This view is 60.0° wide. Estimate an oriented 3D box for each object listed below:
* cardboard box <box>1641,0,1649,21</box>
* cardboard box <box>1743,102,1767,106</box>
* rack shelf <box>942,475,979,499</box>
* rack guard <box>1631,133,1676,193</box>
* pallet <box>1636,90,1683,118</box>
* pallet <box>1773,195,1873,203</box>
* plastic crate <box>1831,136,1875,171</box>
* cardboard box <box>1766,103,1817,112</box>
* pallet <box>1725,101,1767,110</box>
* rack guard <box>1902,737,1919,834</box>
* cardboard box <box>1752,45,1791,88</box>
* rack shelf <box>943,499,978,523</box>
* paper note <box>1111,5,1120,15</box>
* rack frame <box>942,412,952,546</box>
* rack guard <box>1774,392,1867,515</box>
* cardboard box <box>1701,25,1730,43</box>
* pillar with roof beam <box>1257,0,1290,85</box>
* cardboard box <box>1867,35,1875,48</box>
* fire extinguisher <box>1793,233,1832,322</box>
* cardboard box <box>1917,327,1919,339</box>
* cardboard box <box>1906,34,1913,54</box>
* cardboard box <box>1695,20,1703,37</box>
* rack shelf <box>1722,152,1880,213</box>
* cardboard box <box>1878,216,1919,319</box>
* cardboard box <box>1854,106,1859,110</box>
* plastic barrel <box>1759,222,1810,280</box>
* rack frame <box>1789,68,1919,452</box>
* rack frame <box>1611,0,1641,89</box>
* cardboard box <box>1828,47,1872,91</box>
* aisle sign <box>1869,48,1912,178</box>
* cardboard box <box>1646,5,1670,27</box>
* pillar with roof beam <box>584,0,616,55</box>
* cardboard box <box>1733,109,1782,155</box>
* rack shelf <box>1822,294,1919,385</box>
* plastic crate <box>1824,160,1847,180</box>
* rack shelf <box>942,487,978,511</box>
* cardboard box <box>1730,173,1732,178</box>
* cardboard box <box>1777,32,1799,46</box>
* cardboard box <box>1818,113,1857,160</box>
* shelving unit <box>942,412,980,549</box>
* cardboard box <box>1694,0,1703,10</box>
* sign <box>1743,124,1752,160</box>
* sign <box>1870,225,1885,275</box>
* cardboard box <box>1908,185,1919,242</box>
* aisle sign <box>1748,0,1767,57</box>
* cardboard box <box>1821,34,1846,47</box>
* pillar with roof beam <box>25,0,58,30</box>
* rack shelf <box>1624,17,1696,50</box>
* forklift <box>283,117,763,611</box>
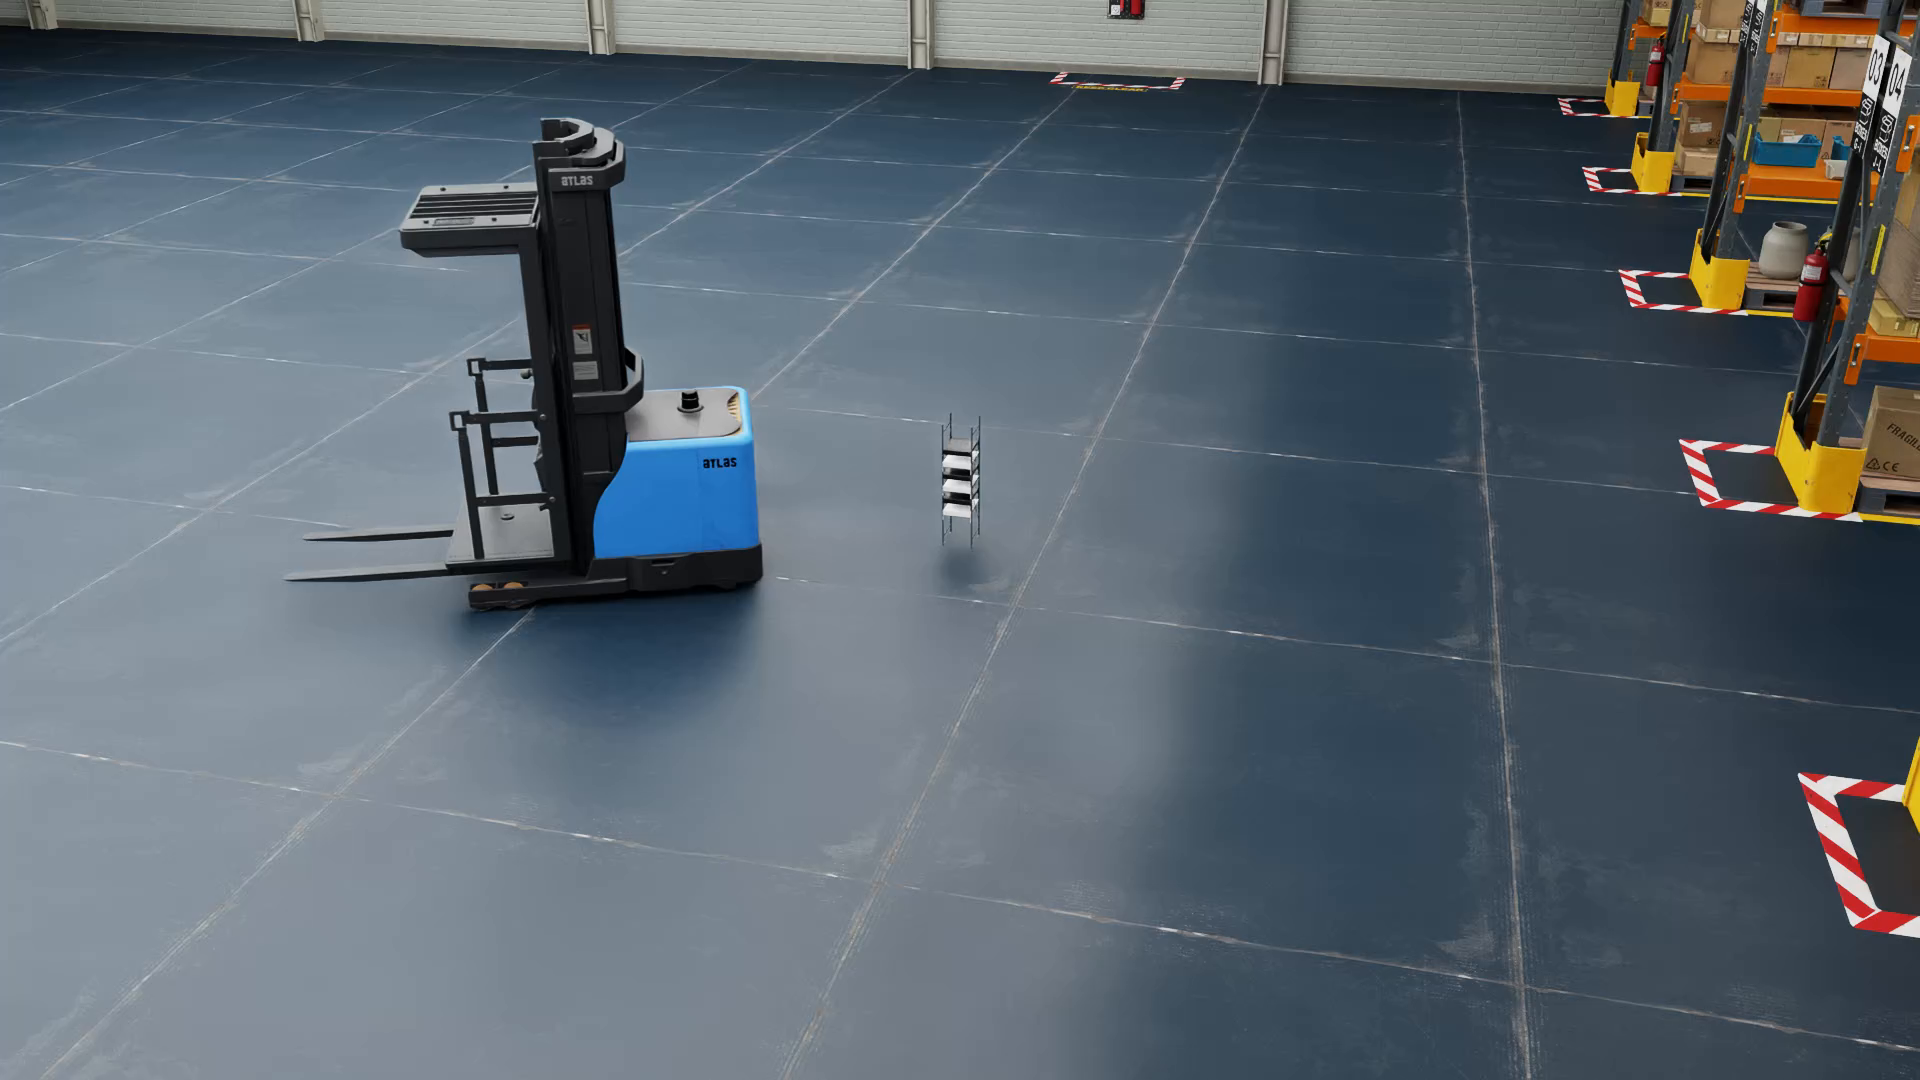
[{"bbox_3d":[10.555,-7.960,25.014,0.500,0.250,0.500,7,26,14],"label":"cardboard box"},{"bbox_3d":[11.952,-6.787,24.793,0.500,0.500,0.700,5,26,10],"label":"cardboard box"},{"bbox_3d":[0.008,-0.375,11.451,0.200,0.077,0.258,6,26,13],"label":"rack shelf"},{"bbox_3d":[8.801,-4.800,21.132,0.348,0.500,1.175,6,26,13],"label":"rack guard"},{"bbox_3d":[10.906,-6.620,25.290,1.213,0.211,1.003,6,26,13],"label":"pallet"},{"bbox_3d":[10.753,-4.471,20.777,1.213,0.211,1.003,6,26,13],"label":"pallet"},{"bbox_3d":[8.774,-3.796,16.288,0.408,0.251,0.499,6,26,13],"label":"plastic crate"},{"bbox_3d":[10.390,-5.178,20.856,0.500,0.500,0.500,6,26,13],"label":"cardboard box"},{"bbox_3d":[12.084,-6.488,25.014,1.213,0.211,1.003,6,26,13],"label":"pallet"},{"bbox_3d":[4.997,1.378,8.155,0.348,0.500,1.175,6,26,13],"label":"rack guard"},{"bbox_3d":[9.783,-5.861,20.337,0.500,0.500,0.700,7,26,14],"label":"cardboard box"},{"bbox_3d":[0.008,-0.213,11.528,0.200,0.077,0.258,6,26,13],"label":"rack shelf"},{"bbox_3d":[2.599,-8.846,27.748,0.142,0.148,0.016,6,26,13],"label":"paper note"},{"bbox_3d":[-0.091,-0.416,11.459,0.006,0.900,0.240,6,26,13],"label":"rack frame"},{"bbox_3d":[6.427,-0.665,12.448,0.348,0.500,1.175,6,26,13],"label":"rack guard"},{"bbox_3d":[9.151,-6.132,20.151,0.250,0.149,0.380,6,26,13],"label":"cardboard box"},{"bbox_3d":[4.065,-9.832,21.816,0.400,9.000,9.100,6,26,13],"label":"pillar with roof beam"},{"bbox_3d":[10.894,-5.939,19.746,0.250,0.149,0.380,7,26,15],"label":"cardboard box"},{"bbox_3d":[6.357,-1.971,12.373,0.183,0.674,0.296,6,26,13],"label":"fire extinguisher"},{"bbox_3d":[6.807,-1.524,11.636,0.250,0.149,0.380,6,26,13],"label":"cardboard box"},{"bbox_3d":[6.700,-3.369,11.439,0.250,0.149,0.380,6,26,13],"label":"cardboard box"},{"bbox_3d":[9.242,-6.302,20.509,0.250,0.149,0.380,6,26,12],"label":"cardboard box"},{"bbox_3d":[9.524,-3.325,15.963,4.000,0.370,1.077,6,26,13],"label":"rack shelf"},{"bbox_3d":[6.879,-1.911,11.694,0.500,0.500,0.875,6,26,13],"label":"cardboard box"},{"bbox_3d":[11.358,-5.071,20.632,0.500,0.500,0.500,6,26,13],"label":"cardboard box"},{"bbox_3d":[8.243,-2.892,16.622,0.421,0.512,0.421,0,25,0],"label":"plastic barrel"},{"bbox_3d":[6.353,-1.802,11.927,0.127,3.000,1.000,6,26,13],"label":"rack frame"},{"bbox_3d":[10.054,-7.988,24.922,0.127,3.000,1.000,6,26,13],"label":"rack frame"},{"bbox_3d":[10.773,-5.751,20.106,0.500,0.500,0.700,7,26,15],"label":"cardboard box"},{"bbox_3d":[6.219,-2.858,11.120,0.004,0.787,0.394,6,26,13],"label":"aisle sign"},{"bbox_3d":[10.448,-7.745,24.562,0.500,0.250,0.500,6,26,11],"label":"cardboard box"},{"bbox_3d":[-7.557,-11.117,24.514,0.400,9.000,9.100,6,26,13],"label":"pillar with roof beam"},{"bbox_3d":[9.773,-5.010,20.503,0.500,0.500,0.500,6,26,13],"label":"cardboard box"},{"bbox_3d":[8.290,-1.263,11.632,4.000,0.370,1.077,6,26,13],"label":"rack shelf"},{"bbox_3d":[8.373,-3.515,15.832,0.250,0.136,0.298,6,26,13],"label":"plastic crate"},{"bbox_3d":[0.008,-0.294,11.489,0.200,0.077,0.258,6,26,13],"label":"rack shelf"},{"bbox_3d":[9.773,-4.672,20.665,0.500,0.250,0.500,6,26,13],"label":"cardboard box"},{"bbox_3d":[9.892,-6.050,19.978,0.250,0.149,0.380,6,26,12],"label":"cardboard box"},{"bbox_3d":[10.740,-4.901,20.274,0.500,0.500,0.500,6,26,13],"label":"cardboard box"},{"bbox_3d":[0.008,-0.405,11.436,0.210,0.900,0.258,6,26,13],"label":"shelving unit"},{"bbox_3d":[10.918,-8.035,24.298,0.500,0.500,0.500,6,26,13],"label":"cardboard box"},{"bbox_3d":[7.446,-3.760,15.719,0.005,0.325,0.100,6,26,13],"label":"sign"},{"bbox_3d":[6.218,-1.967,11.267,0.005,0.325,0.100,6,26,13],"label":"sign"},{"bbox_3d":[6.818,-2.261,11.265,0.500,0.500,0.500,6,26,13],"label":"cardboard box"},{"bbox_3d":[7.444,-4.924,15.460,0.004,0.787,0.394,6,26,13],"label":"aisle sign"},{"bbox_3d":[10.398,-5.995,19.864,0.250,0.149,0.380,6,26,12],"label":"cardboard box"},{"bbox_3d":[-19.179,-12.402,27.213,0.400,9.000,9.100,6,26,13],"label":"pillar with roof beam"},{"bbox_3d":[11.991,-7.450,24.626,4.000,0.370,1.077,6,26,13],"label":"rack shelf"},{"bbox_3d":[-2.864,-1.113,10.559,3.031,2.935,1.130,-4,26,-8],"label":"forklift"}]
